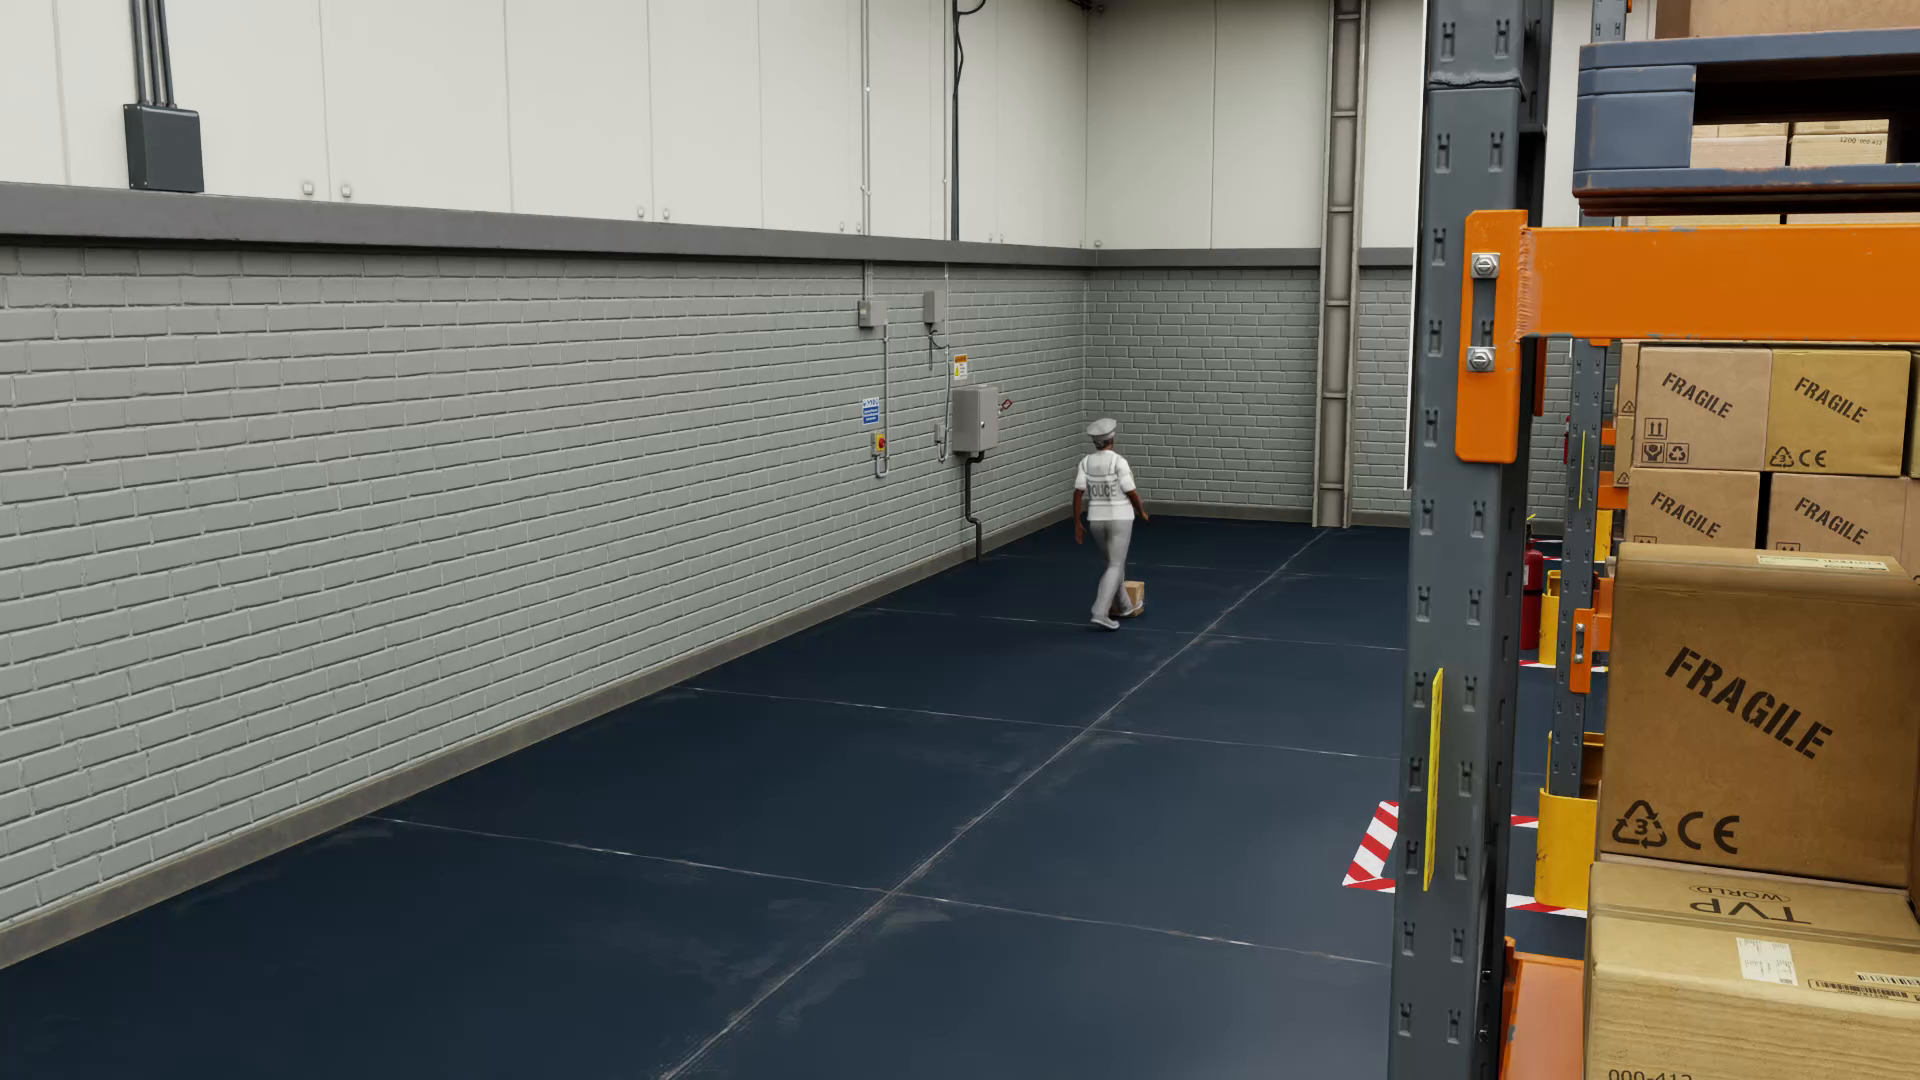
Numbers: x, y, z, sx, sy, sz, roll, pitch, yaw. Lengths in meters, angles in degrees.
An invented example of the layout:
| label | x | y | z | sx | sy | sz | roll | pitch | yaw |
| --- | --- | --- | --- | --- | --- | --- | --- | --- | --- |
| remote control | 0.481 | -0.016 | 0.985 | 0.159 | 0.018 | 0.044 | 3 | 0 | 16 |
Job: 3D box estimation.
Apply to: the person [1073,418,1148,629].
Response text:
| label | x | y | z | sx | sy | sz | roll | pitch | yaw |
| --- | --- | --- | --- | --- | --- | --- | --- | --- | --- |
| person | 1.227 | -0.156 | 13.323 | 0.508 | 1.645 | 0.955 | 7 | 11 | 38 |
